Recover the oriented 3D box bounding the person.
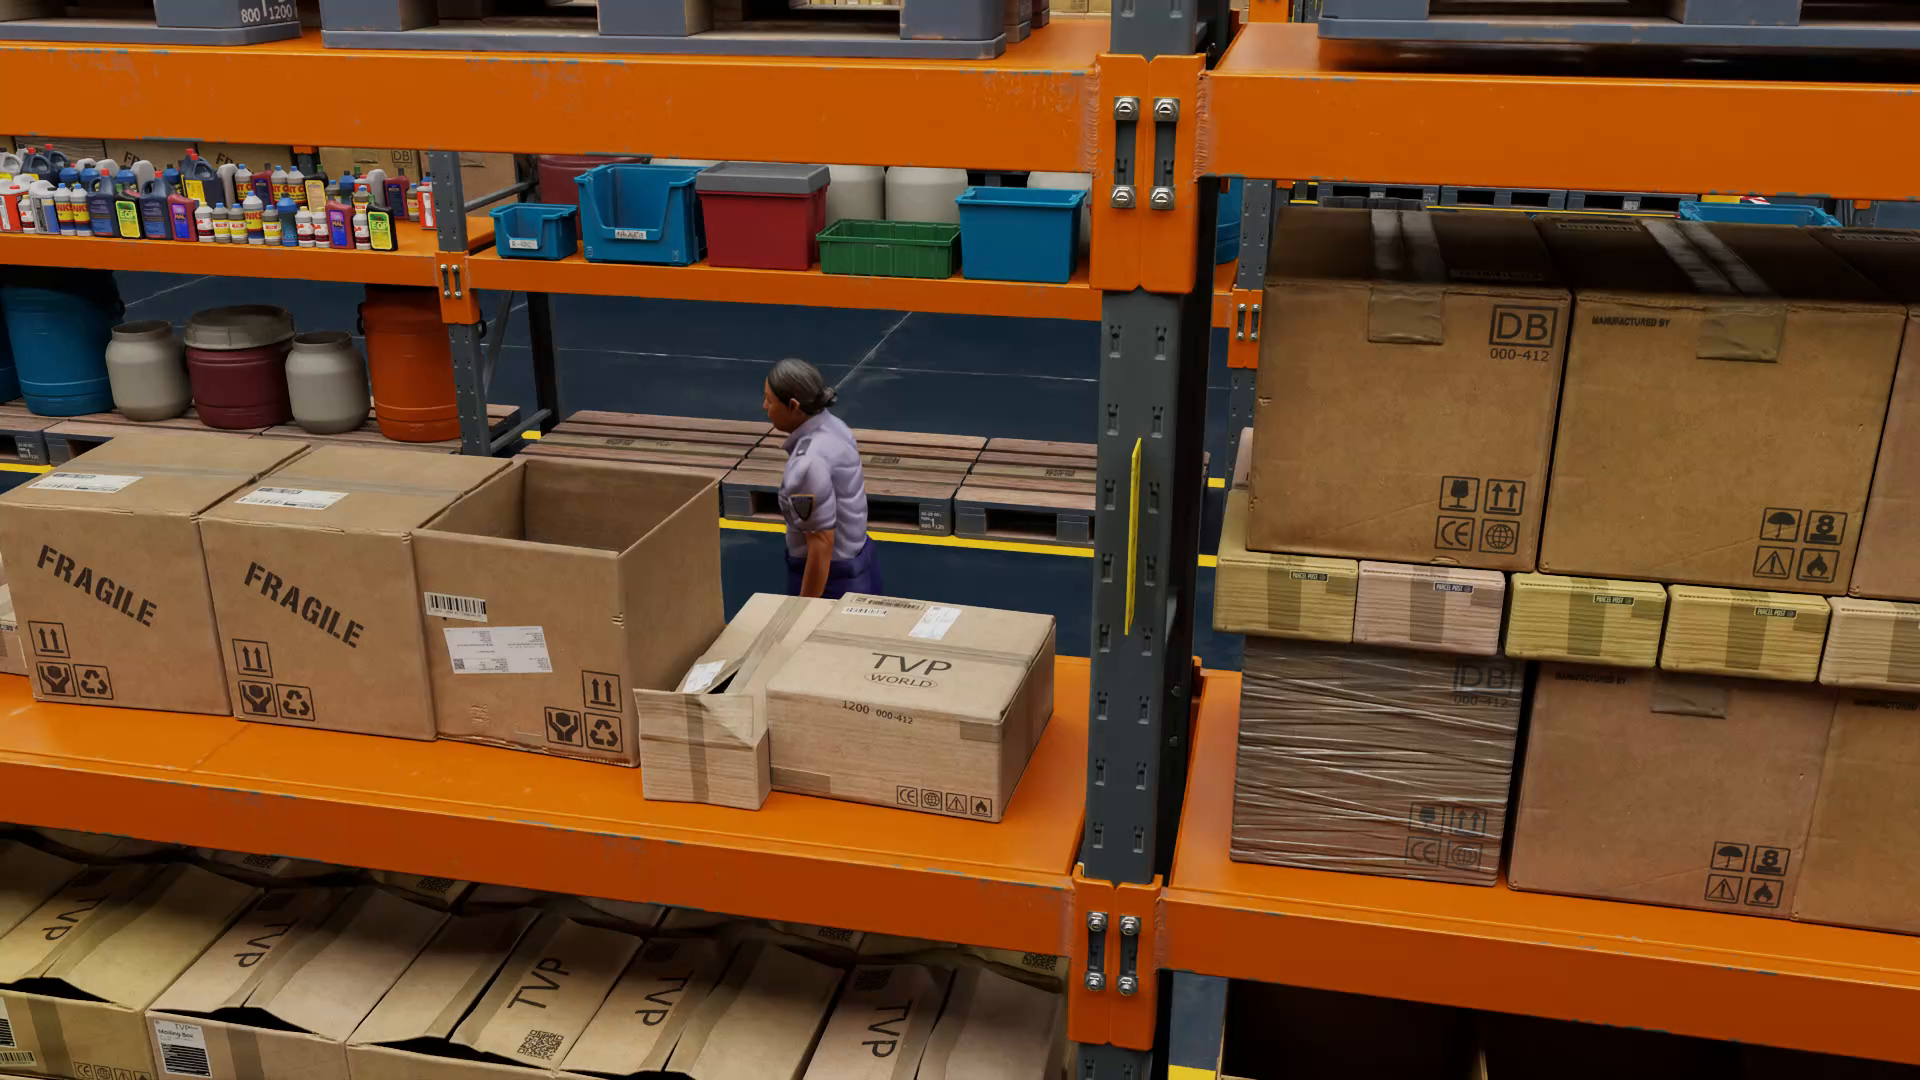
[{"bbox_3d":[-0.461,0.178,5.672,0.367,1.636,0.549,3,22,9],"label":"person"}]
